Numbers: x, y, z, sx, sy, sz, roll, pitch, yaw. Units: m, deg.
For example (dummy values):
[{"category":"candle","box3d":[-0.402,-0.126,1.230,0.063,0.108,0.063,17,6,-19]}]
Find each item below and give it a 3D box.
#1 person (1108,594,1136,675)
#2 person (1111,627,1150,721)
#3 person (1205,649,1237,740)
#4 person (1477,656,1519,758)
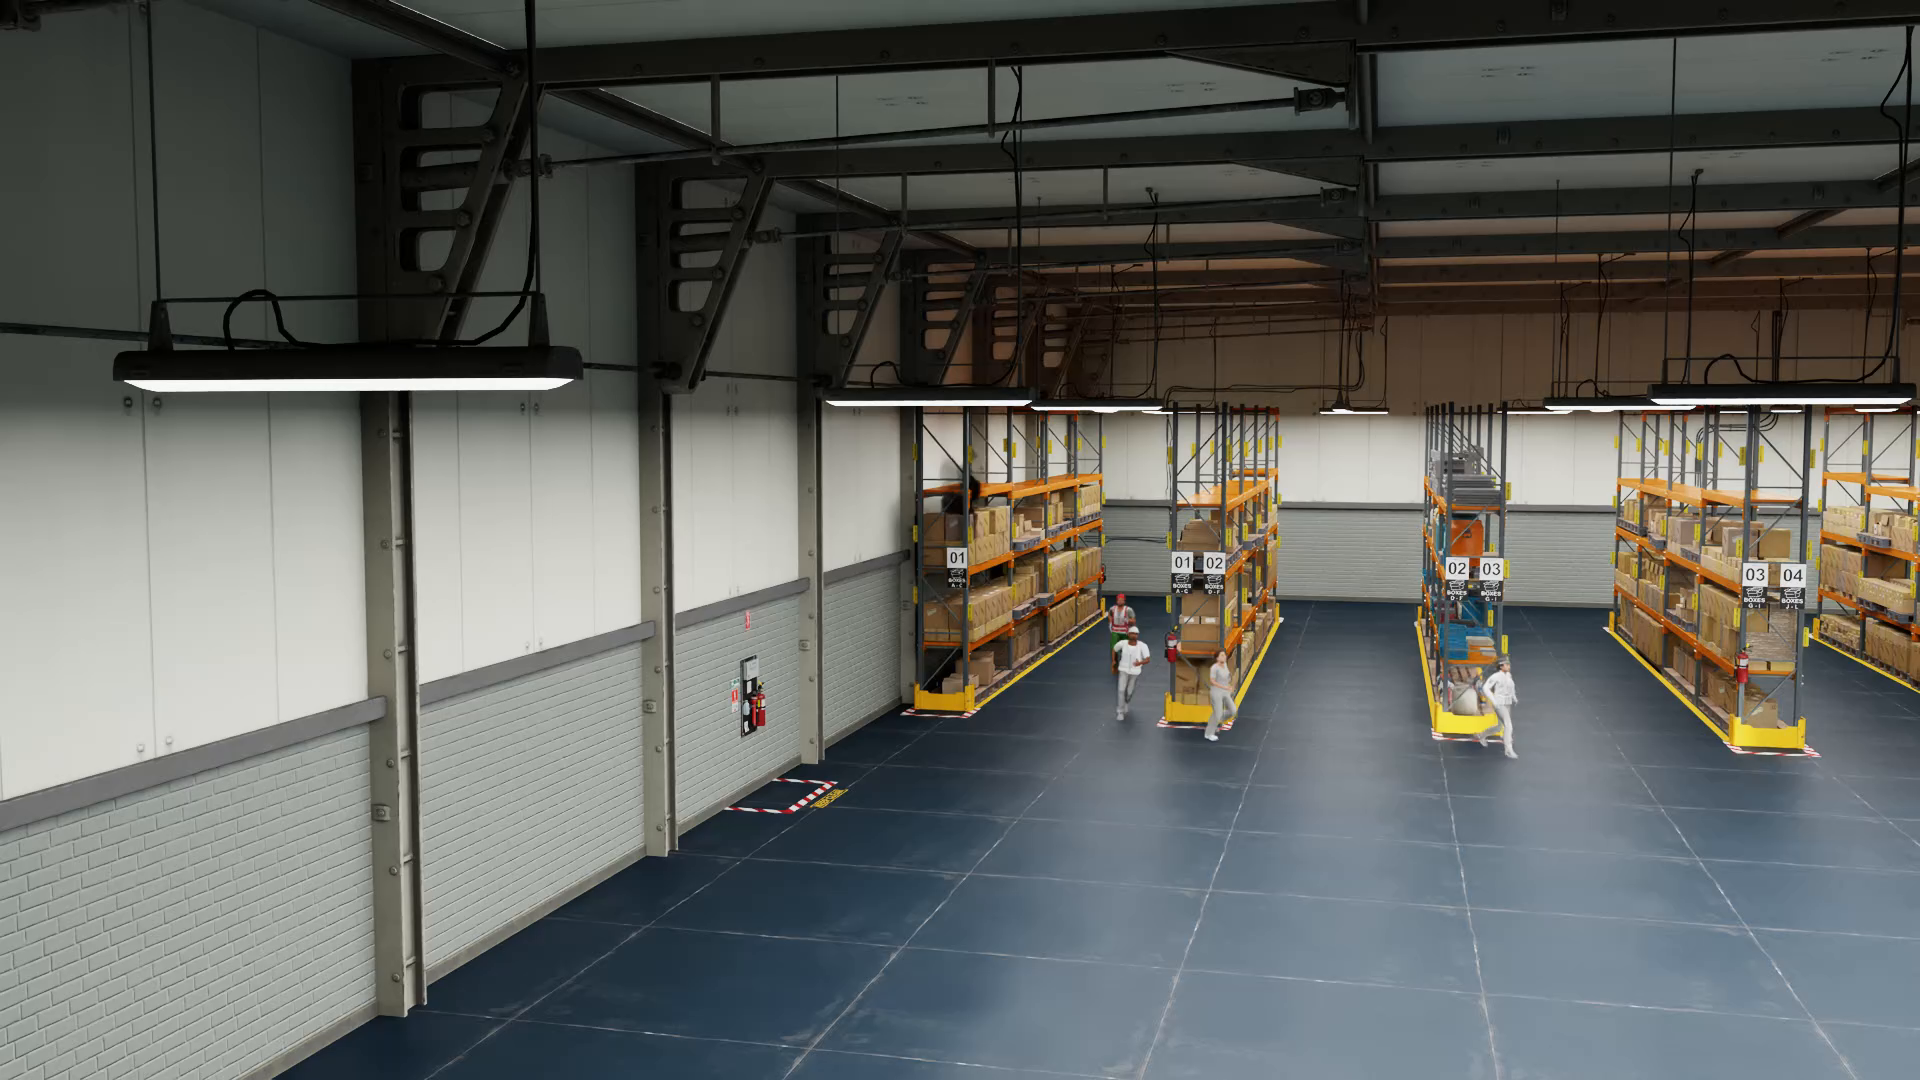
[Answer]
[{"category":"person","box3d":[3.608,2.107,37.142,0.638,1.826,0.782,1,4,12]},{"category":"person","box3d":[3.229,2.503,31.543,0.737,1.741,0.970,0,4,5]},{"category":"person","box3d":[4.635,2.737,29.423,0.598,1.626,0.650,-4,6,-42]},{"category":"person","box3d":[9.164,2.817,28.250,0.640,1.702,0.852,-4,6,-42]}]
